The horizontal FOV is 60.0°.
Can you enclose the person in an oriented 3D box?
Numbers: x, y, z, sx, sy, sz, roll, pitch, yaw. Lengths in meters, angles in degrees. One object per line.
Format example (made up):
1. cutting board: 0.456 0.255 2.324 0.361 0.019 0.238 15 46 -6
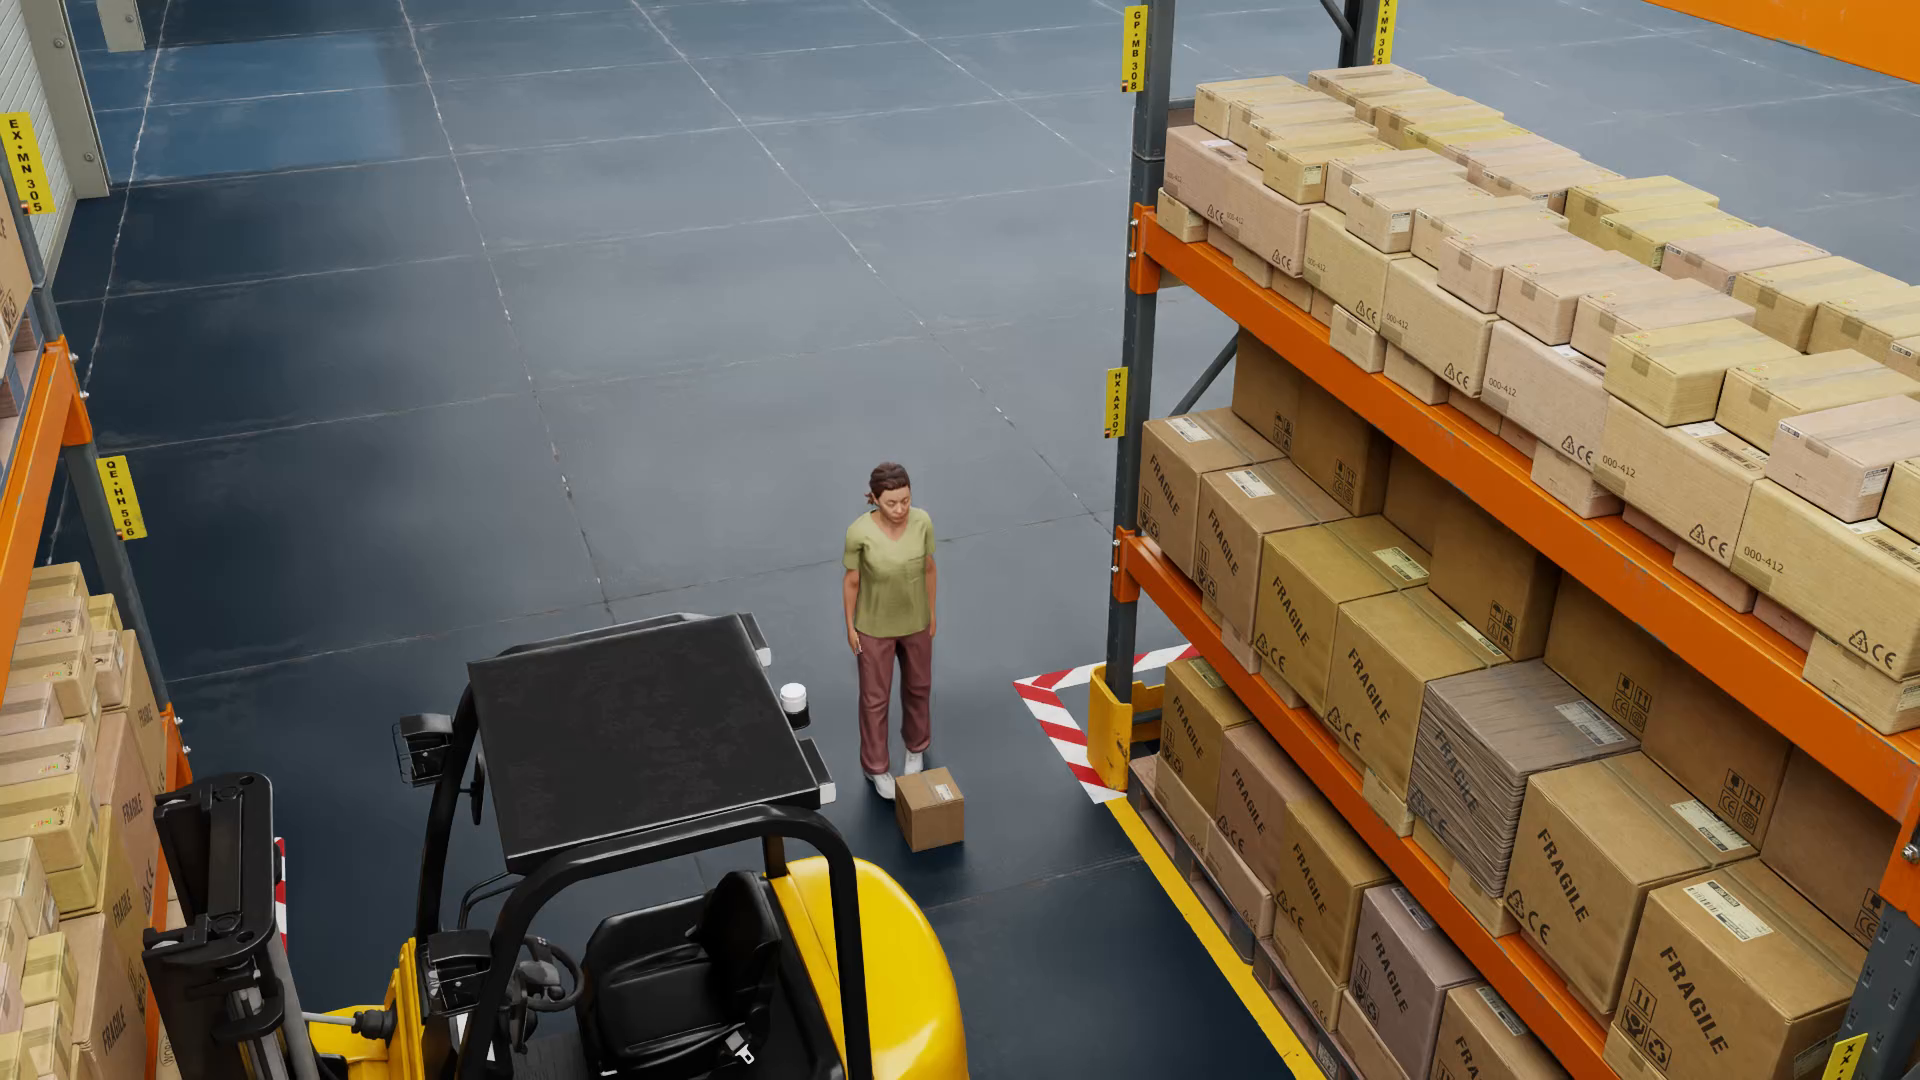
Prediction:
1. person: -0.292 0.410 7.634 0.451 1.695 0.430 -11 32 -18
